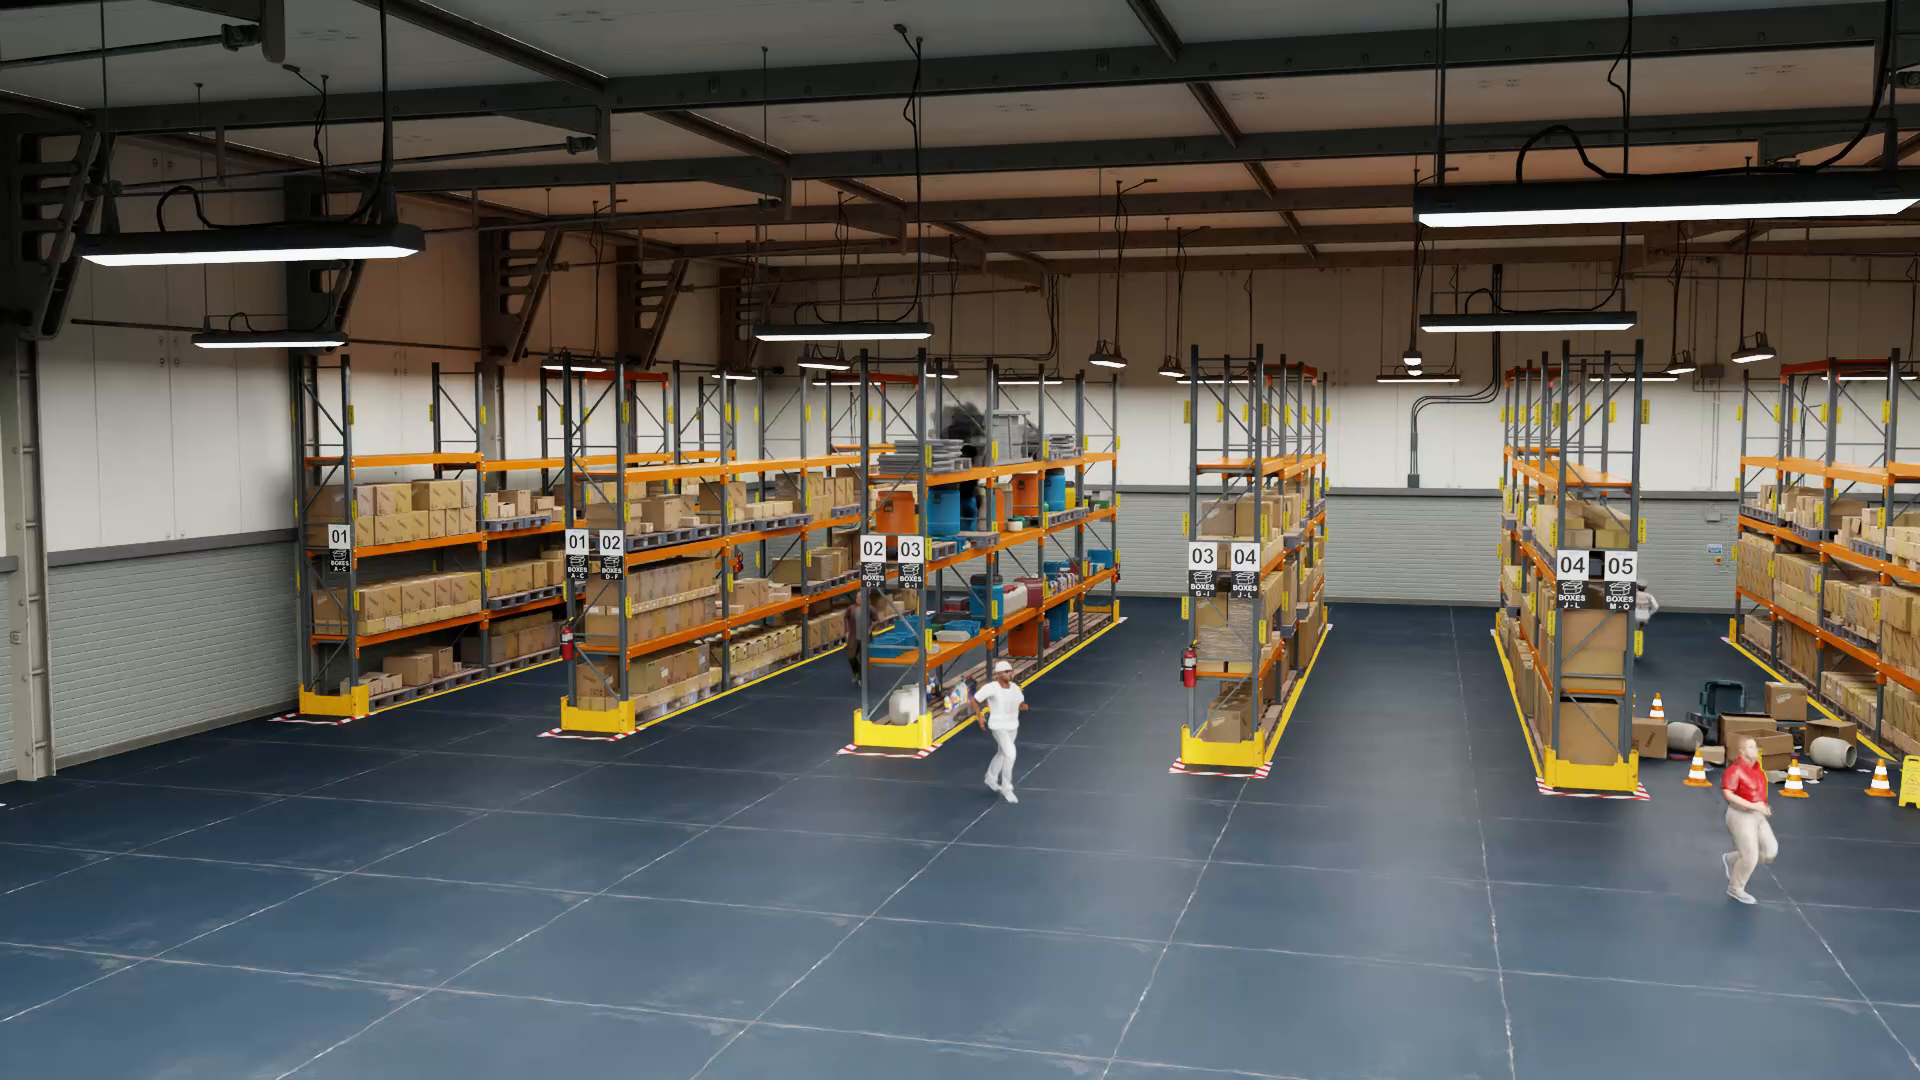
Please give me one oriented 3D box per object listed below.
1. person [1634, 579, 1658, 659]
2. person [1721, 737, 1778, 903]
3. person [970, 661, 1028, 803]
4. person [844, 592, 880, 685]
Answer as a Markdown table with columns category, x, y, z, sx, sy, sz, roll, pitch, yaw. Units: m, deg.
| category | x | y | z | sx | sy | sz | roll | pitch | yaw |
| --- | --- | --- | --- | --- | --- | --- | --- | --- | --- |
| person | 13.890 | 1.632 | 33.903 | 0.627 | 1.680 | 0.656 | 0 | 4 | 6 |
| person | 8.128 | 2.877 | 17.157 | 0.705 | 1.692 | 0.611 | -3 | 5 | -36 |
| person | 0.564 | 2.489 | 21.743 | 0.674 | 1.828 | 0.782 | -4 | 6 | -45 |
| person | -1.840 | 1.826 | 30.691 | 0.717 | 1.747 | 0.645 | 1 | 4 | 8 |
